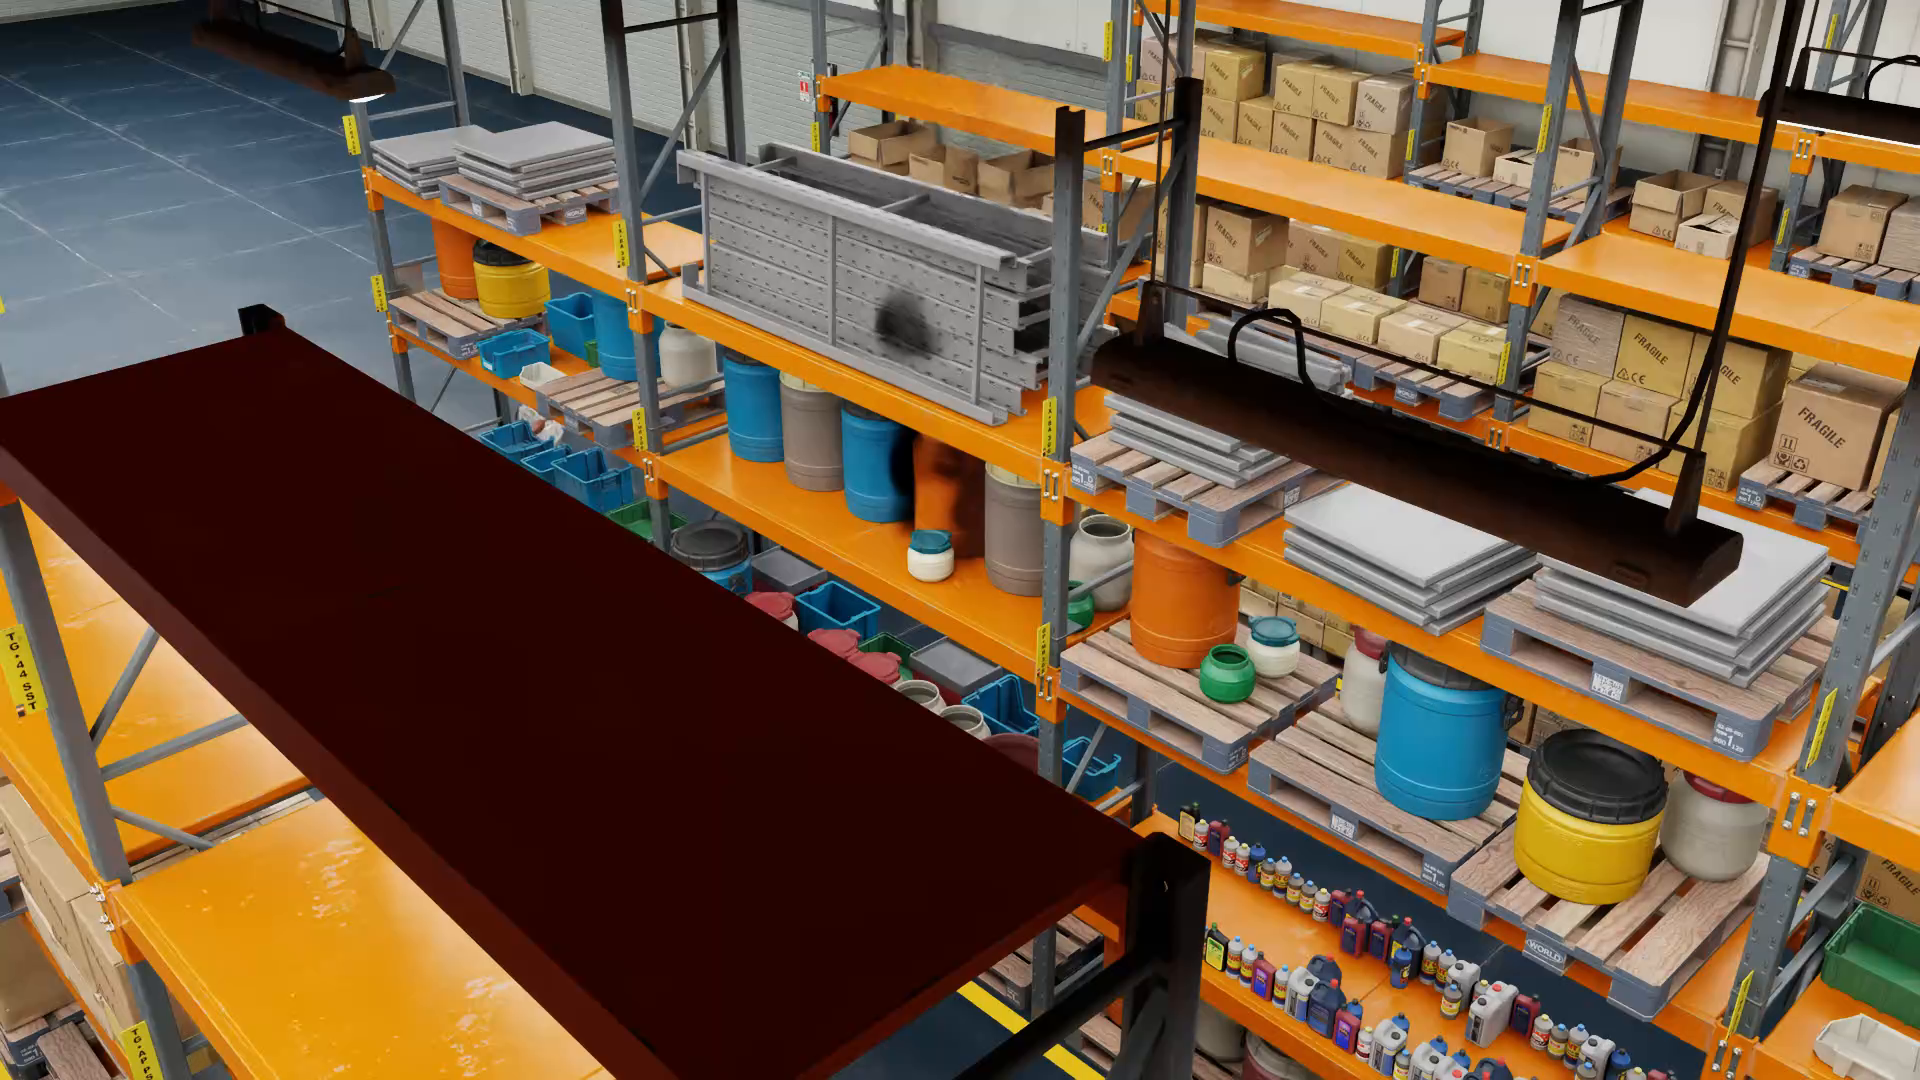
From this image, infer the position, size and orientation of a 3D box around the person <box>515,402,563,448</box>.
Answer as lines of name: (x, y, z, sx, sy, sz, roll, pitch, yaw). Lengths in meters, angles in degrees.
person: (-4.256, -1.065, 17.004, 0.574, 1.735, 0.648, 2, 28, 4)
